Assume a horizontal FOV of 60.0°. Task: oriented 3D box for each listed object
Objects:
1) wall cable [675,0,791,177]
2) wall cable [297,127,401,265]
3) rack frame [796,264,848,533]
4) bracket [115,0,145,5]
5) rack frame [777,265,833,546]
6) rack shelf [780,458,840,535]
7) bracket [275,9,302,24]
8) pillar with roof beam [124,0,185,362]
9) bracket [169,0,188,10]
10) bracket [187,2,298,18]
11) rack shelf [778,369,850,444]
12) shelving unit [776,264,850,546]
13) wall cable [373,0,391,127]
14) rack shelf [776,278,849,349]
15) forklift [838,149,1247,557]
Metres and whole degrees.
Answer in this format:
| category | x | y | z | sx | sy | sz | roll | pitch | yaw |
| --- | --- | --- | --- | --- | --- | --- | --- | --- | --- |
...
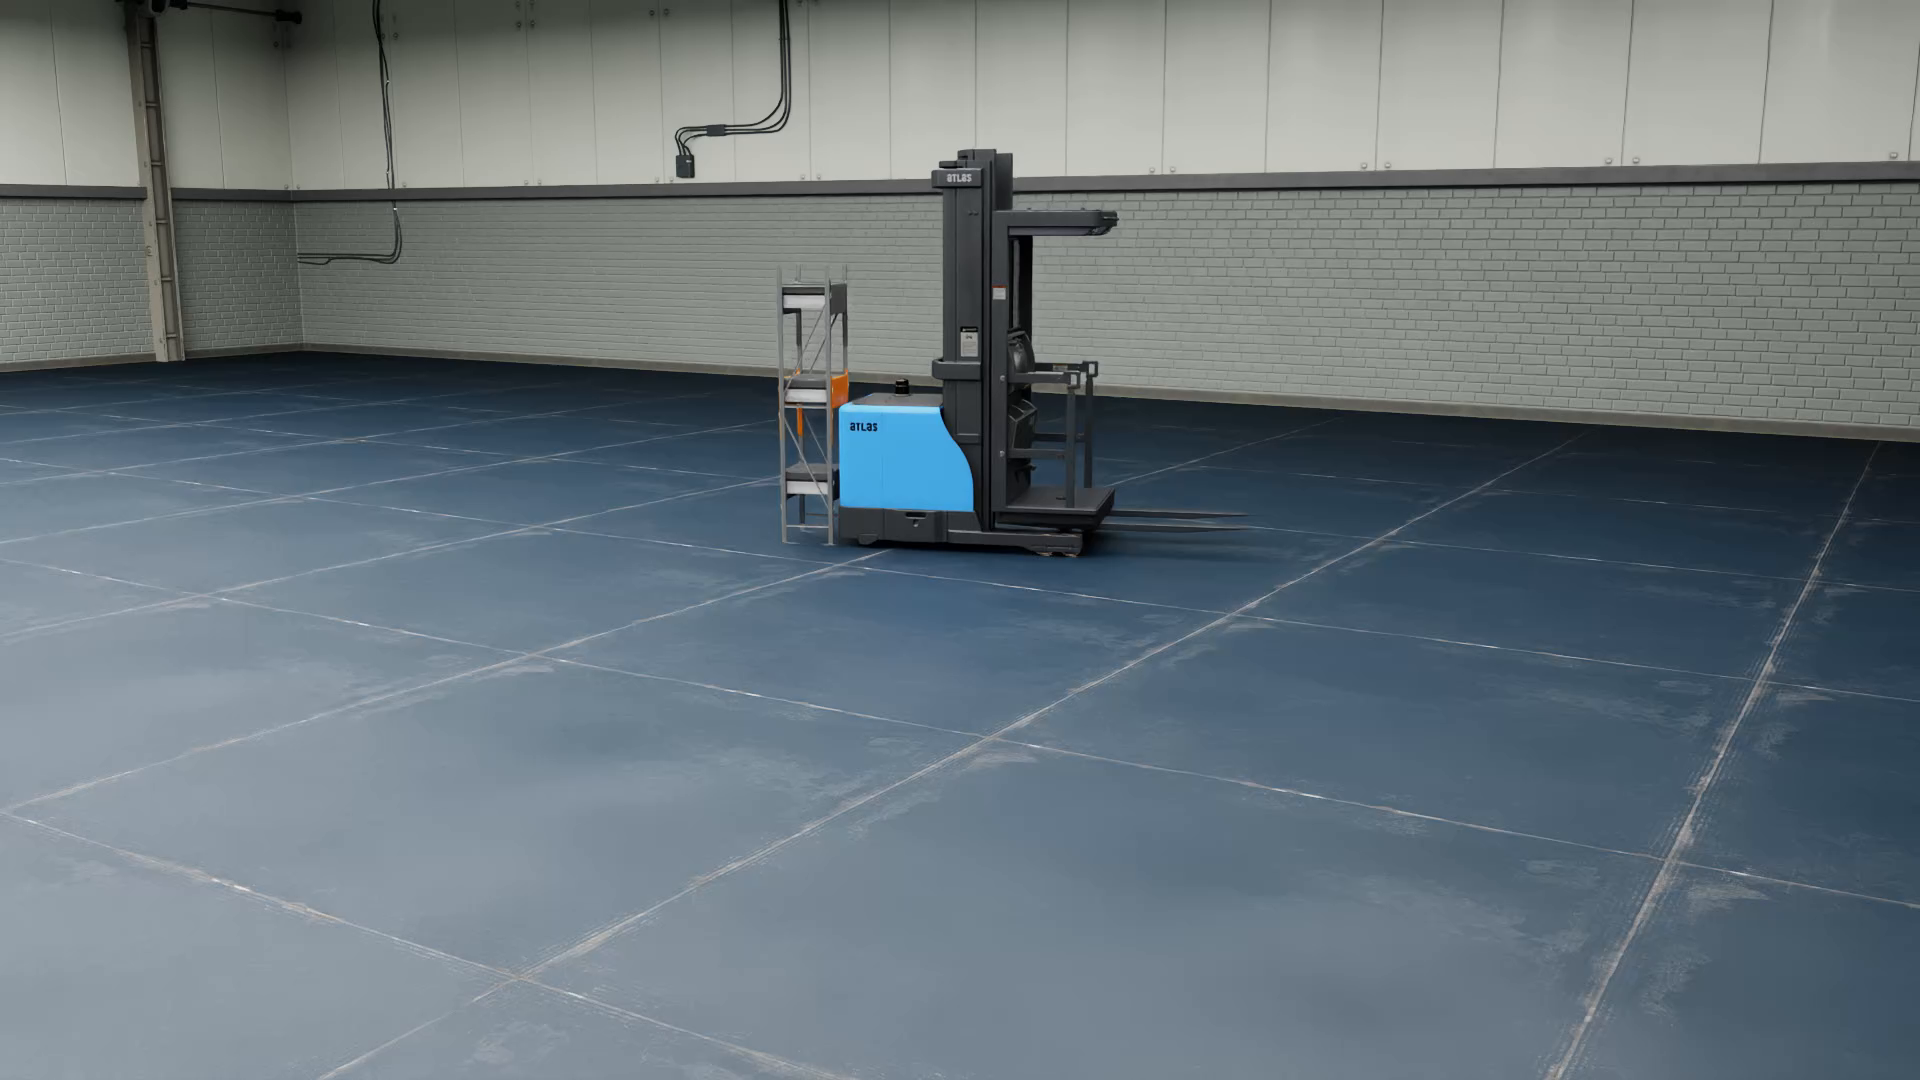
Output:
| category | x | y | z | sx | sy | sz | roll | pitch | yaw |
| --- | --- | --- | --- | --- | --- | --- | --- | --- | --- |
| wall cable | -3.651 | -8.797 | 26.163 | 2.305 | 6.003 | 0.169 | 6 | 12 | 31 |
| wall cable | -11.757 | -6.509 | 31.619 | 3.097 | 2.526 | 0.112 | 6 | 12 | 31 |
| rack frame | -1.066 | -1.085 | 12.958 | 0.400 | 2.100 | 0.015 | 2 | 11 | 11 |
| bracket | -14.328 | -9.368 | 28.672 | 0.235 | 0.232 | 0.430 | 6 | 12 | 31 |
| rack frame | -1.161 | -0.997 | 12.487 | 0.400 | 2.100 | 0.015 | 2 | 11 | 11 |
| rack shelf | -1.113 | -0.339 | 12.854 | 0.431 | 0.518 | 0.480 | 2 | 11 | 11 |
| bracket | -12.667 | -9.871 | 31.361 | 0.235 | 0.232 | 0.430 | 6 | 12 | 31 |
| pillar with roof beam | -10.737 | -7.287 | 27.337 | 9.100 | 9.000 | 0.548 | 6 | 12 | 31 |
| bracket | -13.898 | -9.499 | 29.370 | 0.235 | 0.232 | 0.430 | 6 | 12 | 31 |
| bracket | -12.974 | -9.778 | 30.864 | 0.076 | 0.066 | 3.189 | 6 | 12 | 31 |
| rack shelf | -1.113 | -1.027 | 12.725 | 0.431 | 0.518 | 0.480 | 2 | 11 | 11 |
| shelving unit | -1.113 | -1.041 | 12.723 | 0.431 | 2.100 | 0.503 | 2 | 11 | 11 |
| wall cable | -9.445 | -8.733 | 29.774 | 3.097 | 2.526 | 0.112 | 6 | 12 | 31 |
| rack shelf | -1.114 | -1.716 | 12.596 | 0.431 | 0.518 | 0.480 | 2 | 11 | 11 |
| forklift | 0.648 | -1.421 | 12.496 | 3.031 | 2.935 | 1.130 | 2 | 11 | 12 |
